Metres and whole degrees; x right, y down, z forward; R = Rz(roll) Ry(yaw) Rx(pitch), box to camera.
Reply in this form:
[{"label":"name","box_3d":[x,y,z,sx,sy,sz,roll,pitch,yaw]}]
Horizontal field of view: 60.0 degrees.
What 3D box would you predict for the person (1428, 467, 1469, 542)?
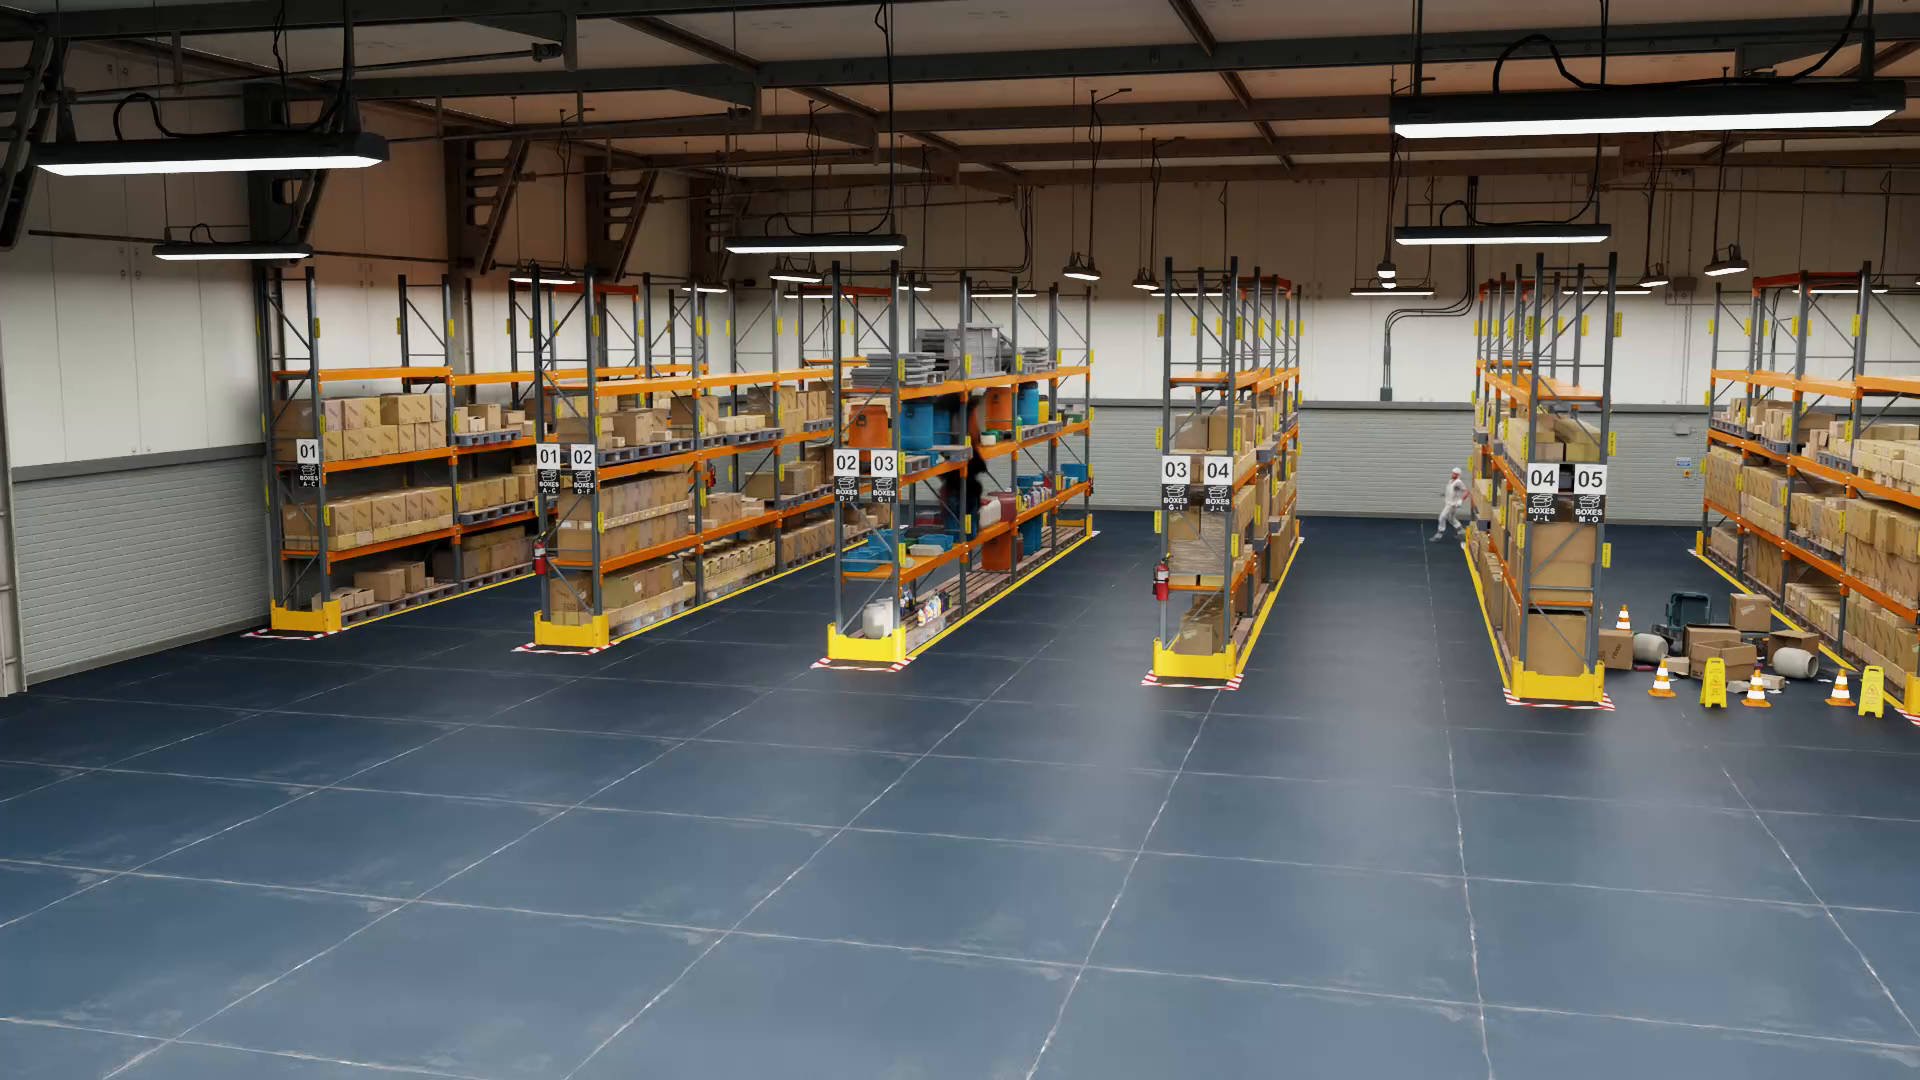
[{"label":"person","box_3d":[11.508,-0.826,38.999,0.902,1.767,0.717,0,7,3]}]
